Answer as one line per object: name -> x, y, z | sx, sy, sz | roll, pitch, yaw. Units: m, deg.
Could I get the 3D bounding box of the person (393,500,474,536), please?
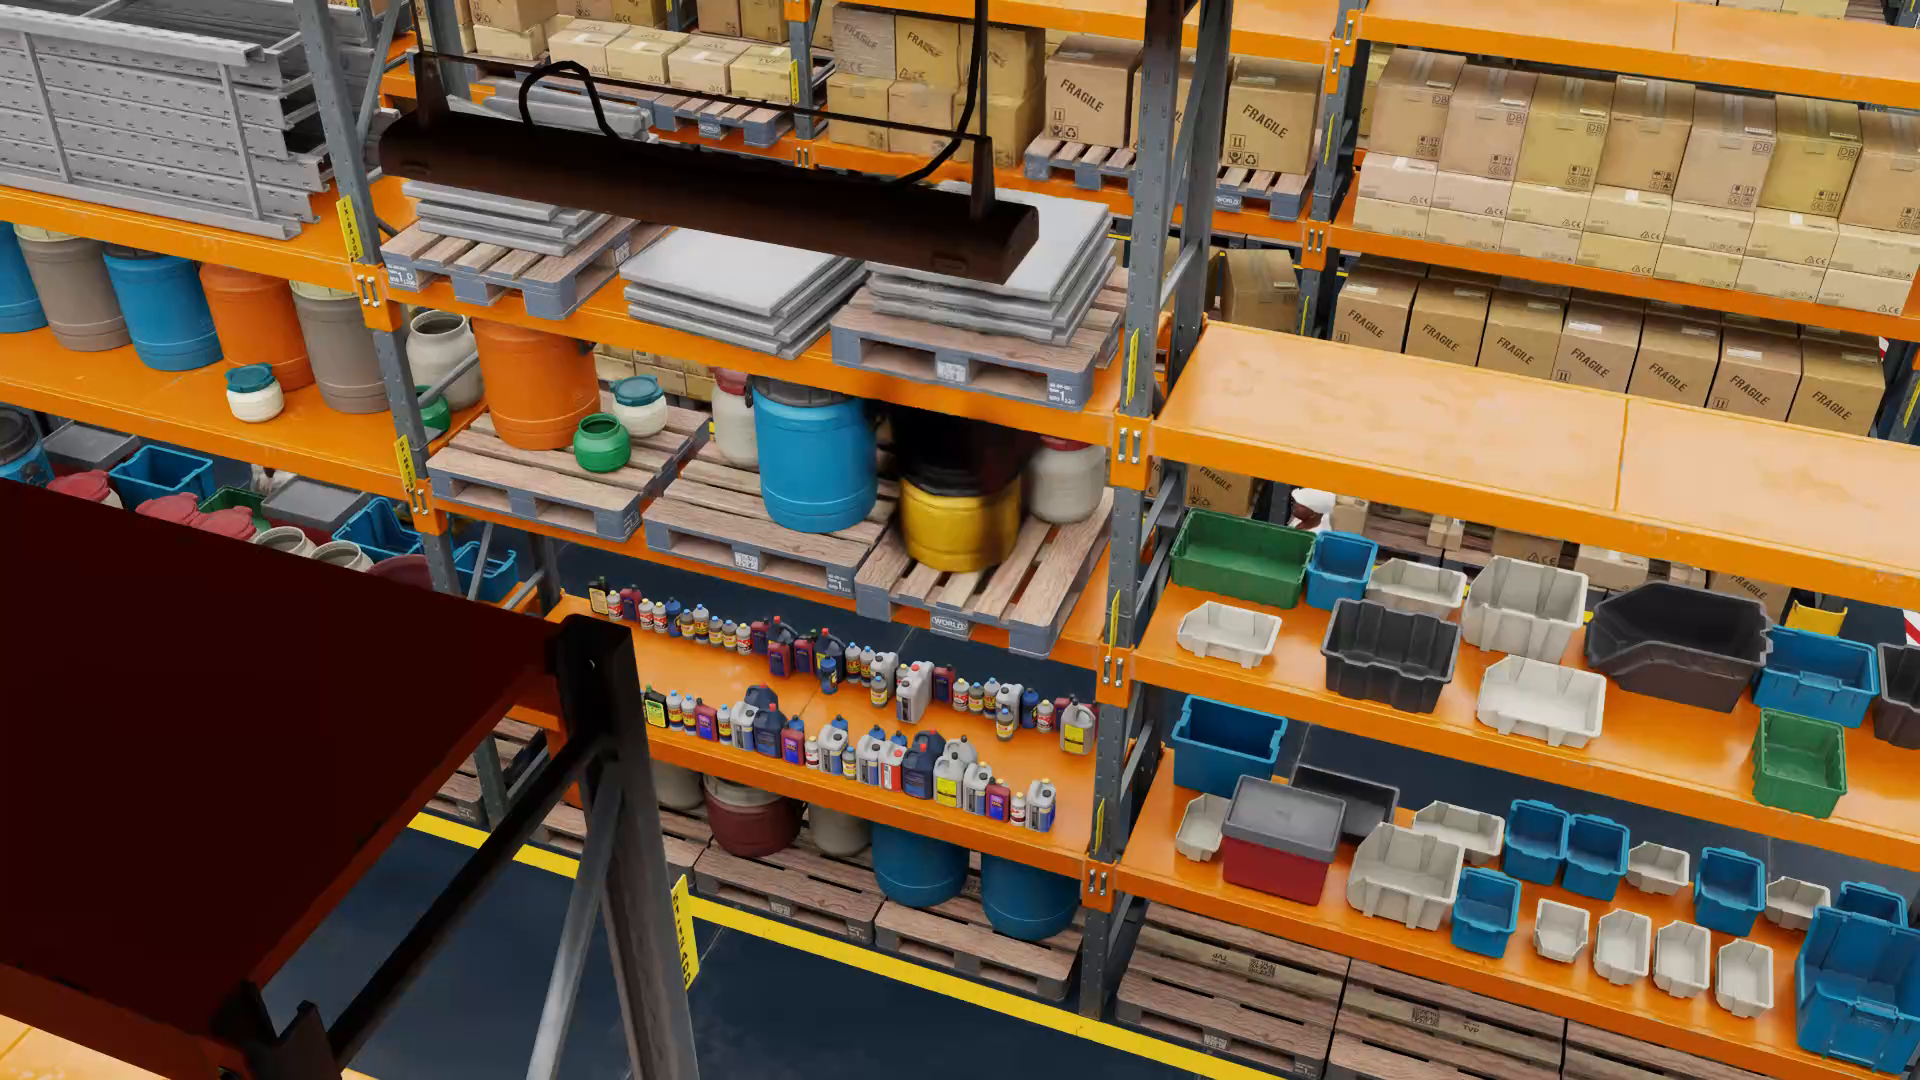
person -> -4.279, -0.801, 12.978 | 0.968, 1.747, 0.710 | 10, 38, 13

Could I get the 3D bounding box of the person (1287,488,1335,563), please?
person -> 2.372, 0.349, 11.477 | 0.758, 1.738, 0.699 | 4, 37, 6

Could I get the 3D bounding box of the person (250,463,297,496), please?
person -> -5.141, -0.494, 12.589 | 0.759, 1.829, 0.659 | 14, 39, 19
